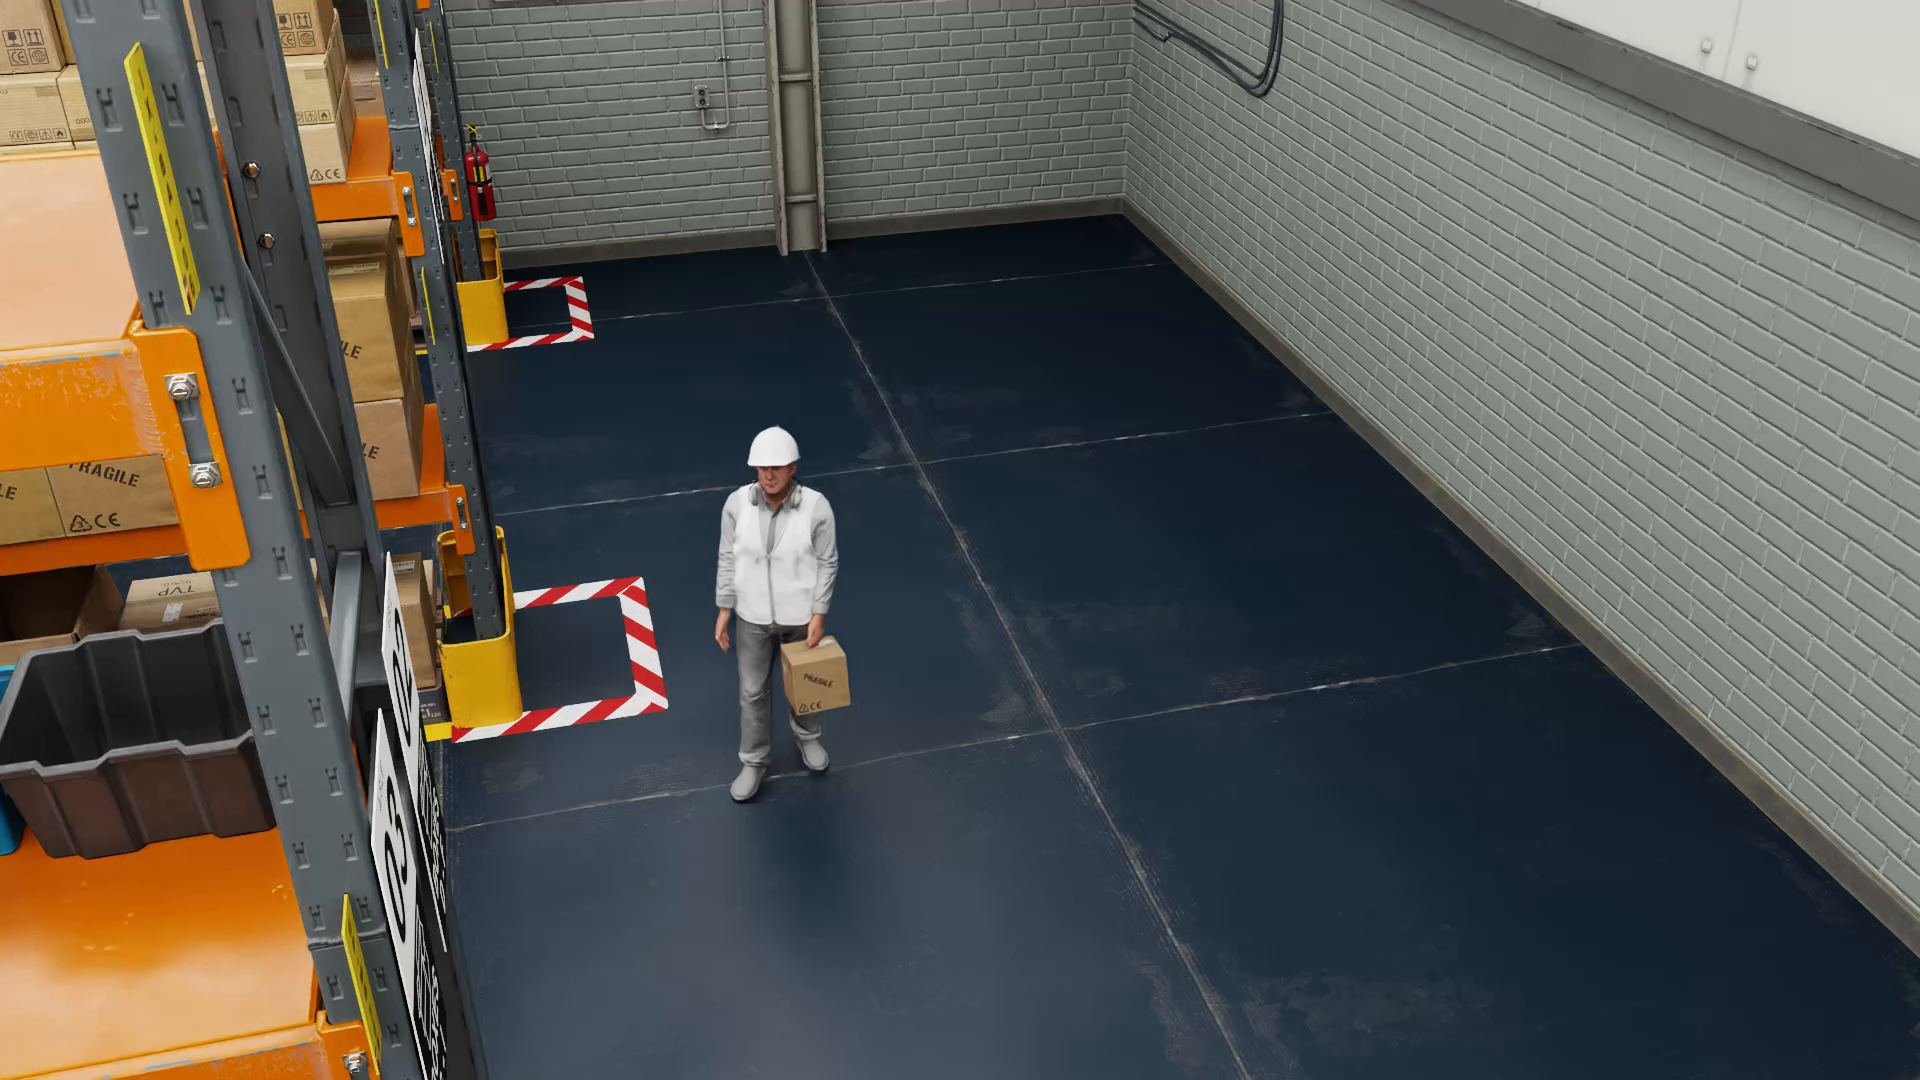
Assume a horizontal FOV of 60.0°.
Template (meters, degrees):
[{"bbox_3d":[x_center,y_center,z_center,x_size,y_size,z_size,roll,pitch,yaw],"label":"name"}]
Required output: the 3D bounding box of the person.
[{"bbox_3d":[-0.828,0.349,7.607,0.560,1.777,0.545,2,30,3],"label":"person"}]
